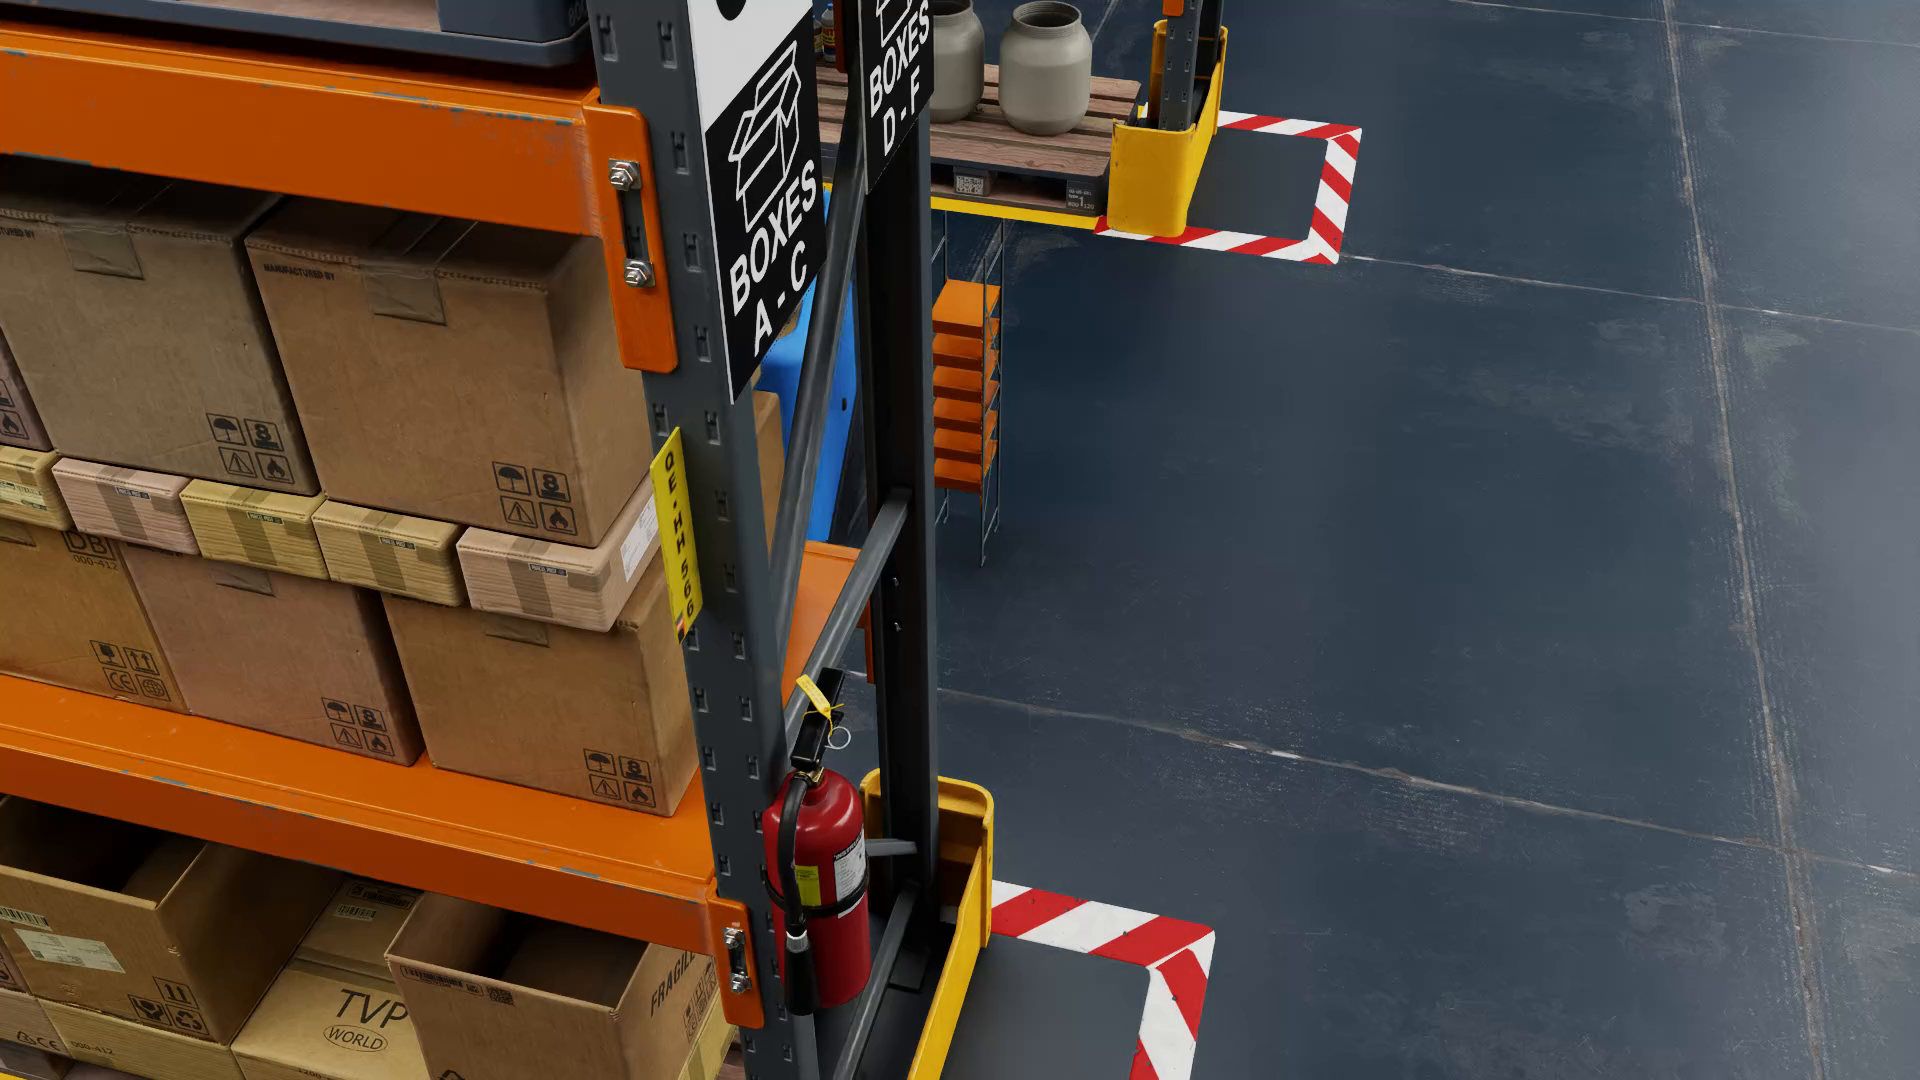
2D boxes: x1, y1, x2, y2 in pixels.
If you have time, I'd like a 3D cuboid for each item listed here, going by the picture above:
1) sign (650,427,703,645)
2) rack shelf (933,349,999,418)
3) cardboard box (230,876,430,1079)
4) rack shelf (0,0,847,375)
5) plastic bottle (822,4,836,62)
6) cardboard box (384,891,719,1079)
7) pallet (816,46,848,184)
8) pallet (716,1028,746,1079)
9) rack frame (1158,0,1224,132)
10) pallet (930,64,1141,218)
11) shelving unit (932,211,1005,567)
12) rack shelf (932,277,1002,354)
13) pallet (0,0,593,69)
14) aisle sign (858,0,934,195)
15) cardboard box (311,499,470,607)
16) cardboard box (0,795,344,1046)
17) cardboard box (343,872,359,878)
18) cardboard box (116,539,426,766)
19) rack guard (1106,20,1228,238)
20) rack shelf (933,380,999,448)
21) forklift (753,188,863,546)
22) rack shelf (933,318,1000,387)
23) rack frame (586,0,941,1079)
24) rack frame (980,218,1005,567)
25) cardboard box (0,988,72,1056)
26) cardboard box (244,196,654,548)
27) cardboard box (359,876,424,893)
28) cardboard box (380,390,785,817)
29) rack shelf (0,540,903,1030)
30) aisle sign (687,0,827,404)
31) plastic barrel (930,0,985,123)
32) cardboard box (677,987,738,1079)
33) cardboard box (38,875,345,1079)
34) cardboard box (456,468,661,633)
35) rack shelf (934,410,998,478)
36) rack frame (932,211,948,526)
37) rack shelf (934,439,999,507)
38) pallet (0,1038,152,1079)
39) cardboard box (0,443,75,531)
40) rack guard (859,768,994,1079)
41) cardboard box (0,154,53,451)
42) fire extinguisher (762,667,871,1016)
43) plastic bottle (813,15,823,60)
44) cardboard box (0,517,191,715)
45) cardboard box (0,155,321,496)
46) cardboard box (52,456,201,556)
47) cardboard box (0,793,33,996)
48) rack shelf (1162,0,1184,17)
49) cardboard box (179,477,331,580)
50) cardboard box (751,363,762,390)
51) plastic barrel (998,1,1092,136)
[{"bbox_3d":[-0.395,-0.003,2.336,0.005,0.325,0.100,10,41,11],"label":"sign"},{"bbox_3d":[0.014,-0.515,5.313,0.180,0.103,0.258,10,41,11],"label":"rack shelf"},{"bbox_3d":[-1.322,1.108,3.910,0.500,0.250,0.500,10,41,11],"label":"cardboard box"},{"bbox_3d":[-2.173,-1.009,2.846,4.000,0.370,1.077,10,41,11],"label":"rack shelf"},{"bbox_3d":[-0.628,-2.499,8.172,0.097,0.271,0.097,0,40,0],"label":"plastic bottle"},{"bbox_3d":[-0.836,0.897,3.577,0.500,0.500,0.500,10,41,11],"label":"cardboard box"},{"bbox_3d":[-1.001,-2.138,8.132,1.213,0.211,1.003,10,41,11],"label":"pallet"},{"bbox_3d":[-0.991,1.163,4.201,1.213,0.211,1.003,10,41,11],"label":"pallet"},{"bbox_3d":[1.043,-2.880,6.847,0.127,3.000,1.000,10,41,11],"label":"rack frame"},{"bbox_3d":[0.174,-1.934,7.889,1.213,0.211,1.003,10,41,11],"label":"pallet"},{"bbox_3d":[0.014,-0.457,5.361,0.189,1.200,0.258,10,41,11],"label":"shelving unit"},{"bbox_3d":[0.014,-0.699,5.158,0.180,0.103,0.258,10,41,11],"label":"rack shelf"},{"bbox_3d":[-0.918,-1.052,2.406,1.213,0.211,1.003,10,41,11],"label":"pallet"},{"bbox_3d":[-0.099,-0.978,2.561,0.004,0.787,0.394,10,41,11],"label":"aisle sign"},{"bbox_3d":[-0.913,-0.078,2.928,0.250,0.149,0.380,11,41,13],"label":"cardboard box"},{"bbox_3d":[-1.806,0.740,3.765,0.500,0.500,0.500,10,41,11],"label":"cardboard box"},{"bbox_3d":[-1.669,0.697,4.399,0.500,0.250,0.500,10,41,11],"label":"cardboard box"},{"bbox_3d":[-1.198,-0.011,3.353,0.500,0.500,0.700,11,41,13],"label":"cardboard box"},{"bbox_3d":[0.957,-1.906,7.631,0.348,0.500,1.175,10,41,11],"label":"rack guard"},{"bbox_3d":[0.014,-0.423,5.390,0.180,0.103,0.258,10,41,11],"label":"rack shelf"},{"bbox_3d":[-1.892,-1.211,4.913,3.031,2.935,1.130,2,40,3],"label":"forklift"},{"bbox_3d":[0.014,-0.607,5.236,0.180,0.103,0.258,10,41,11],"label":"rack shelf"},{"bbox_3d":[-0.241,0.197,3.183,0.127,3.000,1.000,10,41,11],"label":"rack frame"},{"bbox_3d":[0.102,-0.442,5.343,0.006,1.200,0.240,10,41,11],"label":"rack frame"},{"bbox_3d":[-2.288,0.941,4.108,0.500,0.250,0.500,10,41,11],"label":"cardboard box"},{"bbox_3d":[-0.740,-0.433,2.846,0.500,0.500,0.700,10,41,12],"label":"cardboard box"},{"bbox_3d":[-1.186,0.781,4.300,0.500,0.250,0.500,10,41,11],"label":"cardboard box"},{"bbox_3d":[-0.689,0.073,3.253,0.500,0.500,0.700,10,41,11],"label":"cardboard box"},{"bbox_3d":[-2.173,0.140,3.811,4.000,0.370,1.077,10,41,11],"label":"rack shelf"},{"bbox_3d":[-0.254,-0.605,2.117,0.004,0.787,0.394,10,41,11],"label":"aisle sign"},{"bbox_3d":[-0.097,-2.233,7.685,0.421,0.512,0.421,0,40,0],"label":"plastic barrel"},{"bbox_3d":[-0.836,1.183,3.820,0.500,0.250,0.500,10,41,11],"label":"cardboard box"},{"bbox_3d":[-1.805,1.026,4.008,0.500,0.250,0.500,10,41,11],"label":"cardboard box"},{"bbox_3d":[-0.660,-0.035,2.877,0.250,0.149,0.380,9,41,11],"label":"cardboard box"},{"bbox_3d":[0.014,-0.331,5.467,0.180,0.103,0.258,10,41,11],"label":"rack shelf"},{"bbox_3d":[-0.074,-0.472,5.379,0.006,1.200,0.240,10,41,11],"label":"rack frame"},{"bbox_3d":[0.014,-0.239,5.544,0.180,0.103,0.258,10,41,11],"label":"rack shelf"},{"bbox_3d":[-2.166,0.959,4.444,1.213,0.211,1.003,10,41,11],"label":"pallet"},{"bbox_3d":[-1.656,-0.207,3.082,0.250,0.149,0.380,11,41,13],"label":"cardboard box"},{"bbox_3d":[-0.218,1.158,3.983,0.348,0.500,1.175,10,41,11],"label":"rack guard"},{"bbox_3d":[-1.737,-0.600,3.046,0.500,0.500,0.700,10,41,12],"label":"cardboard box"},{"bbox_3d":[-0.247,0.535,2.841,0.183,0.674,0.296,10,41,11],"label":"fire extinguisher"},{"bbox_3d":[-0.728,-2.489,8.215,0.097,0.201,0.097,0,40,0],"label":"plastic bottle"},{"bbox_3d":[-1.676,-0.098,3.456,0.500,0.500,0.700,10,41,12],"label":"cardboard box"},{"bbox_3d":[-1.250,-0.517,2.946,0.500,0.500,0.700,9,41,10],"label":"cardboard box"},{"bbox_3d":[-1.402,-0.163,3.030,0.250,0.149,0.380,10,41,12],"label":"cardboard box"},{"bbox_3d":[-2.289,0.656,3.864,0.500,0.500,0.500,10,41,11],"label":"cardboard box"},{"bbox_3d":[-0.889,-2.937,7.474,4.000,0.370,1.077,10,41,11],"label":"rack shelf"},{"bbox_3d":[-1.160,-0.120,2.979,0.250,0.149,0.380,9,41,11],"label":"cardboard box"},{"bbox_3d":[-0.565,-0.289,3.180,0.250,0.149,0.380,9,41,11],"label":"cardboard box"},{"bbox_3d":[0.387,-2.150,7.586,0.421,0.512,0.421,0,40,0],"label":"plastic barrel"}]
